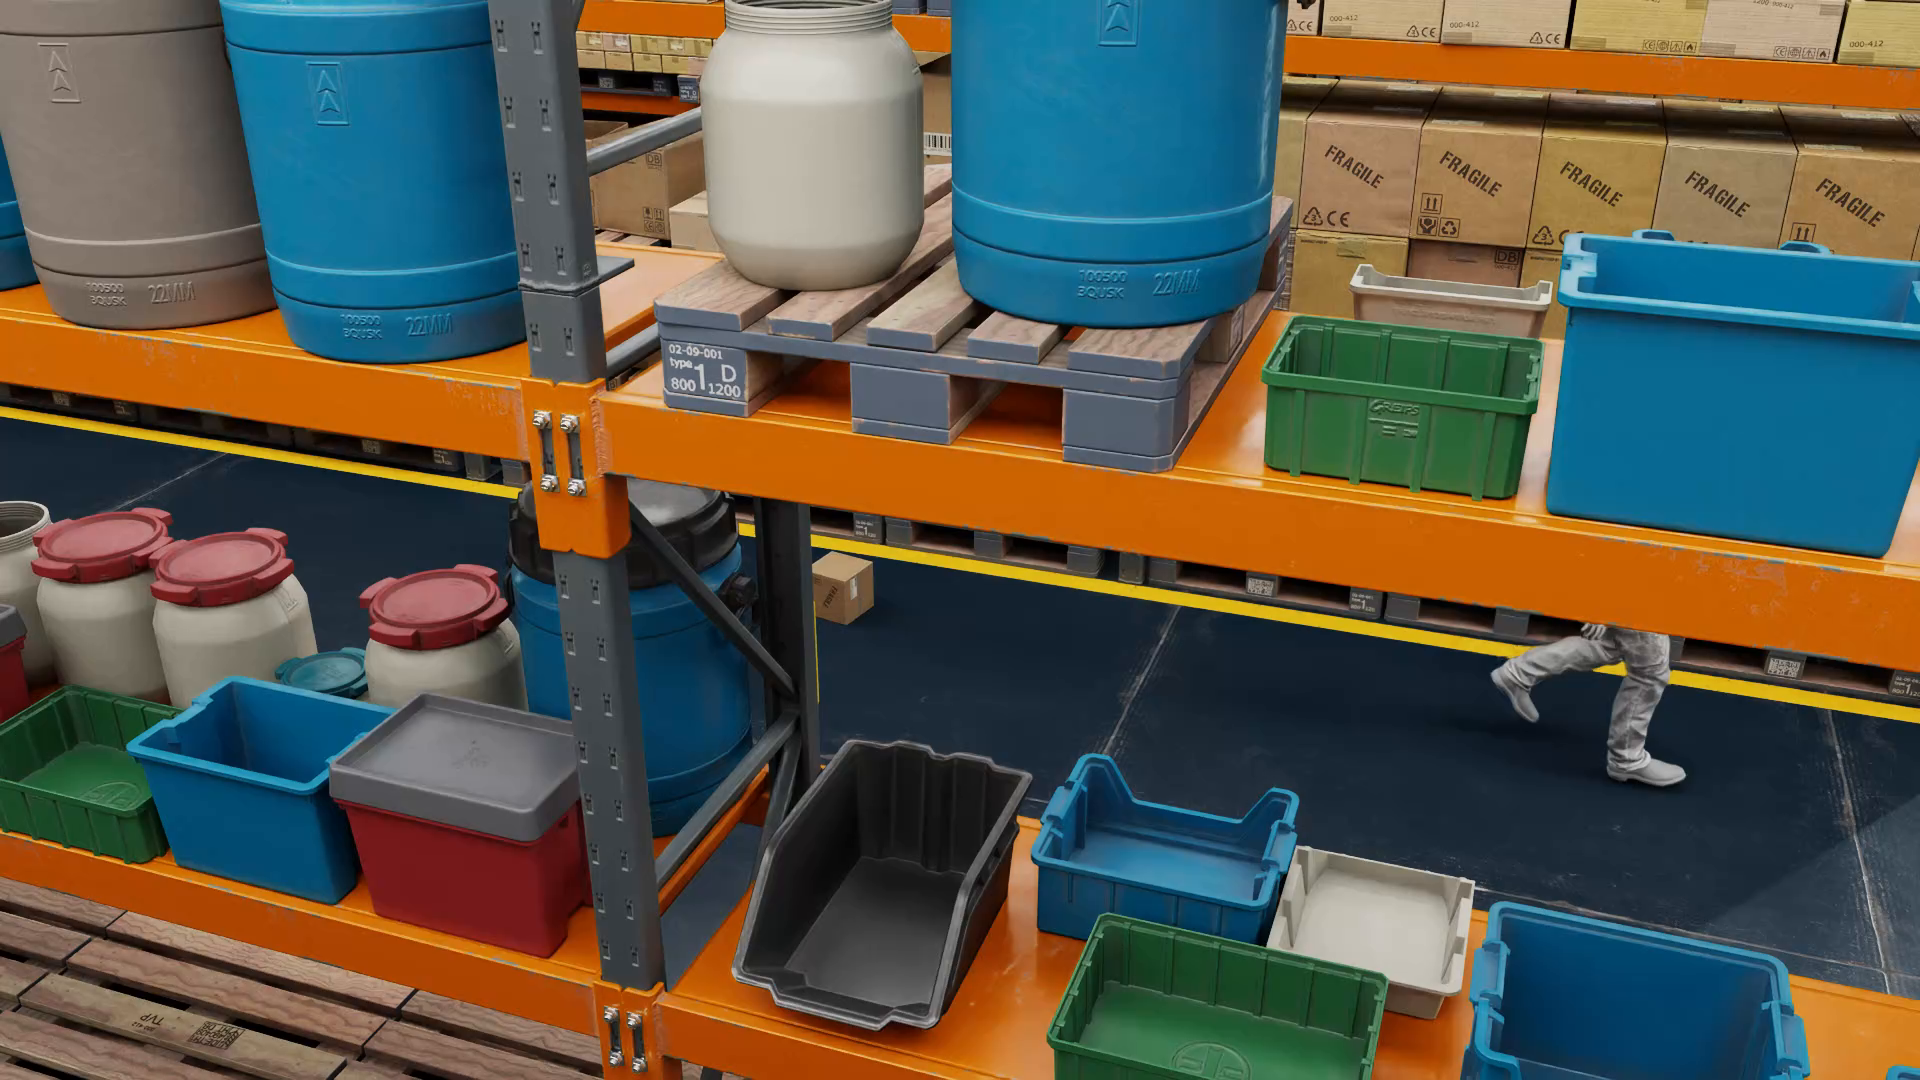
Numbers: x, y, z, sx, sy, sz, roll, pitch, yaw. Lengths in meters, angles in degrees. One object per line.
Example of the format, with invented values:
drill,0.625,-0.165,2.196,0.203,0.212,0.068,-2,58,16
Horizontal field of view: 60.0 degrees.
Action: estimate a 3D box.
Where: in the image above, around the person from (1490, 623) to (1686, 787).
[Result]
person,2.663,0.147,6.770,0.832,1.762,0.552,10,27,19
